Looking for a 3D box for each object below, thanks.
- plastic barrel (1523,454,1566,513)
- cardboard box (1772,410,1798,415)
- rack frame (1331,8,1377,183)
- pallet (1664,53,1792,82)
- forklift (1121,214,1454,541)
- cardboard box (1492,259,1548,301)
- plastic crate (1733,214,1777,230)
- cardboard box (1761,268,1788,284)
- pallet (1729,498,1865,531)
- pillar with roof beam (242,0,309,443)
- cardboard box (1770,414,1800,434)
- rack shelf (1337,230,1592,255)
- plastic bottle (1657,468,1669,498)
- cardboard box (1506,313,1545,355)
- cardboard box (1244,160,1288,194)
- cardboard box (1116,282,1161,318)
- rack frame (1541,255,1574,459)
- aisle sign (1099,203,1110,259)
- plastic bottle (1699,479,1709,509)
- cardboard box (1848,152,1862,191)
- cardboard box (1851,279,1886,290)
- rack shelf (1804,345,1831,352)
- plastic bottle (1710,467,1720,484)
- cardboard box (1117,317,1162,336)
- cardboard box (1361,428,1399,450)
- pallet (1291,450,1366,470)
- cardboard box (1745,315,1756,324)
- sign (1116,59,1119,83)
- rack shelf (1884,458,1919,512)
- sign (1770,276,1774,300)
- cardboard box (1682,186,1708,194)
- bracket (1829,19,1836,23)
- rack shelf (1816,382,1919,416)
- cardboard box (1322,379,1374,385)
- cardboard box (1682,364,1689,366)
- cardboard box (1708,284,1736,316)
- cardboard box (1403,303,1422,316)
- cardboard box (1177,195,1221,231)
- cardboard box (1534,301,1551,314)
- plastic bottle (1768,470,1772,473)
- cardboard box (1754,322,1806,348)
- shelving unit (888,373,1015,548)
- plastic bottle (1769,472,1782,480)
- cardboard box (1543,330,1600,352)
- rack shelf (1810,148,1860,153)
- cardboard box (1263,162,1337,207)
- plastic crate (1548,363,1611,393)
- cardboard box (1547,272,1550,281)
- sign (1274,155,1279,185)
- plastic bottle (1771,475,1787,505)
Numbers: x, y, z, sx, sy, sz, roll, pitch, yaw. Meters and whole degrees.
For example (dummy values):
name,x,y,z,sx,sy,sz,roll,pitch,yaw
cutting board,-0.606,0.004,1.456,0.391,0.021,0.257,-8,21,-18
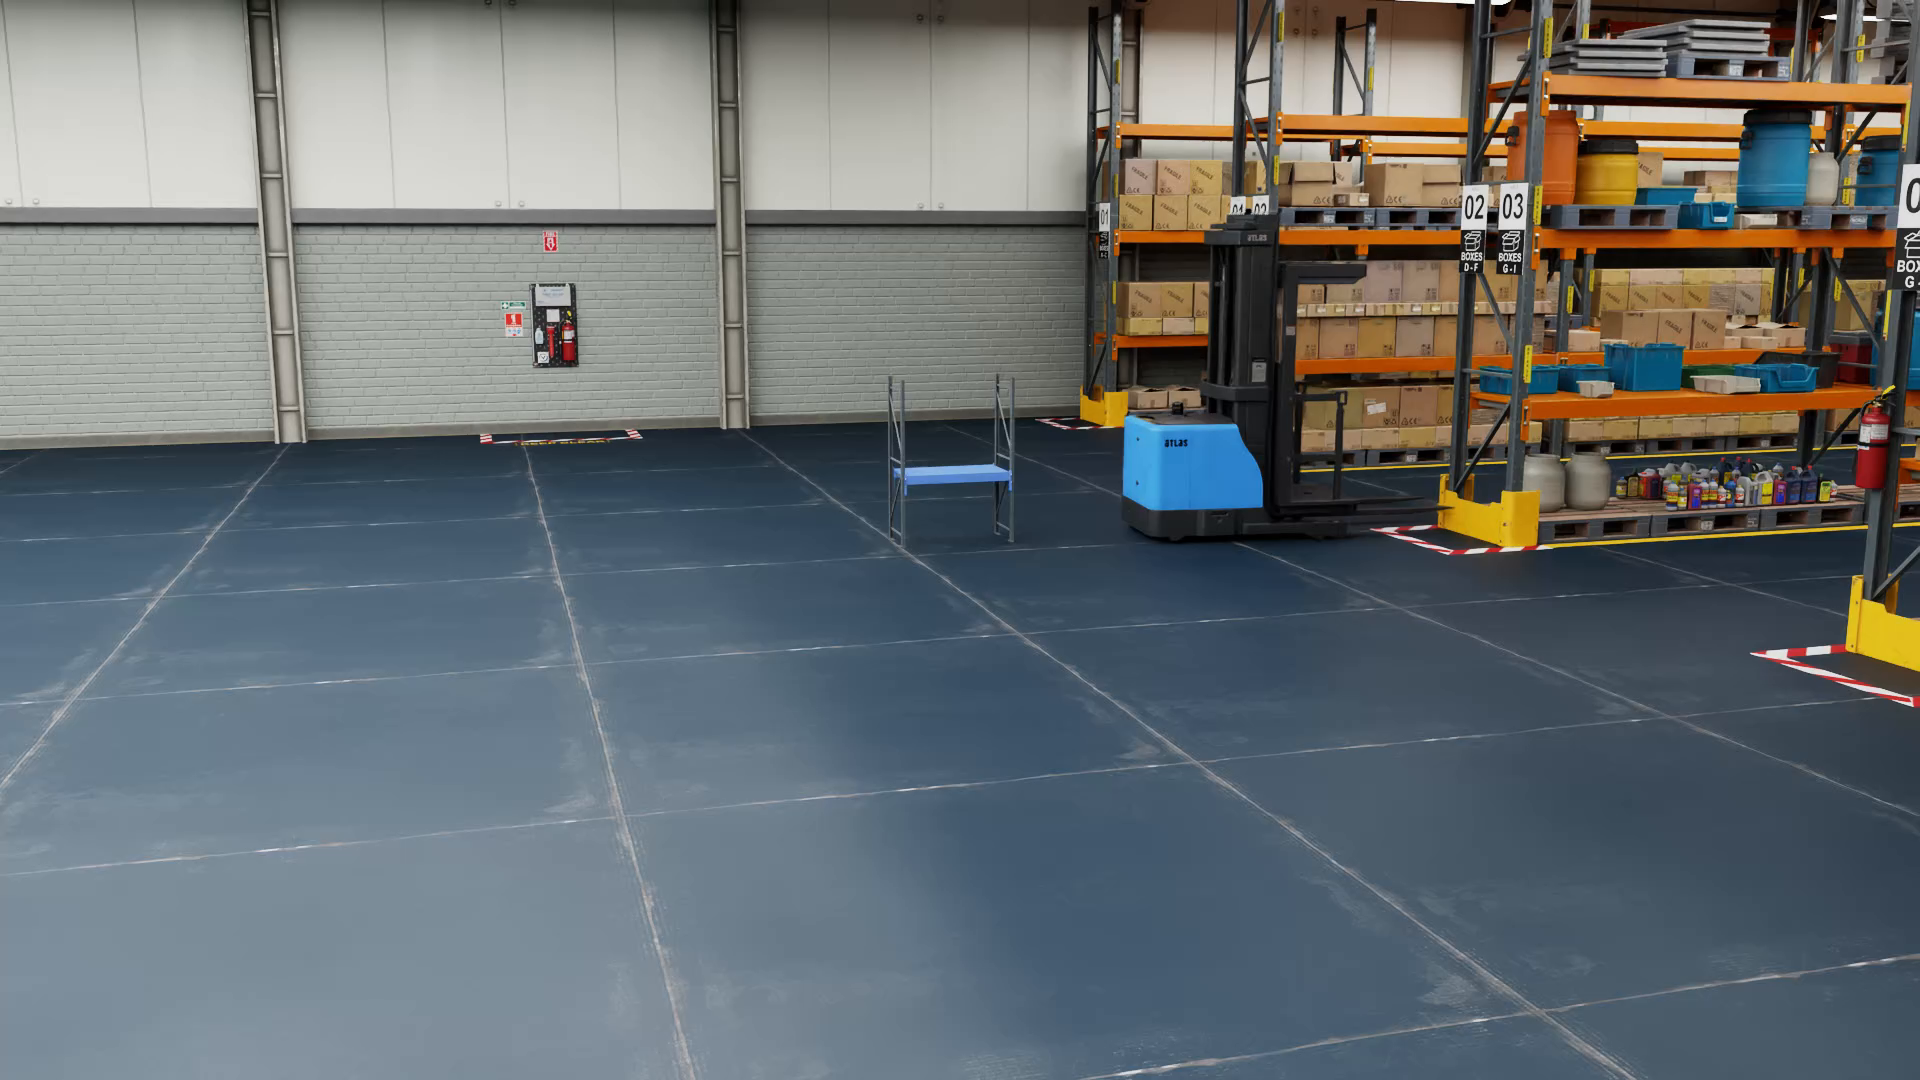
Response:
name,x,y,z,sx,sy,sz,roll,pitch,yaw
plastic barrel,5.443,-0.534,15.575,0.421,0.512,0.421,0,10,0
cardboard box,10.699,-1.831,21.796,0.500,0.311,0.500,-3,11,-14
rack frame,5.904,-6.379,25.046,0.127,3.000,1.000,-3,11,-16
pallet,6.716,-4.258,15.152,1.213,0.211,1.003,-3,11,-16
forklift,3.111,-1.537,15.505,3.031,2.935,1.130,-2,11,-10
cardboard box,6.868,-3.231,20.658,0.500,0.500,0.700,-3,11,-16
plastic crate,7.245,-2.900,15.163,0.396,0.136,0.243,-3,11,-16
cardboard box,13.209,-4.339,27.313,0.500,0.250,0.500,-3,11,-15
pallet,8.017,-0.308,16.341,1.213,0.211,1.003,-3,11,-16
pillar with roof beam,-7.824,-5.007,17.592,0.400,9.000,9.100,-3,11,-16
cardboard box,10.696,-1.555,21.848,0.500,0.250,0.500,-3,11,-15
rack shelf,7.825,-4.651,25.932,4.000,0.370,1.077,-3,11,-16
plastic bottle,6.857,-0.565,16.342,0.135,0.276,0.152,-3,11,-18
cardboard box,6.868,-2.593,20.775,0.500,0.500,0.700,-3,11,-17
cardboard box,4.477,-5.324,24.508,0.500,0.500,0.500,-3,11,-18
cardboard box,2.606,-3.503,24.281,0.500,0.500,0.500,-3,11,-16
rack frame,7.293,-2.568,20.912,0.127,3.000,1.000,-3,11,-16
aisle sign,2.079,-4.449,23.951,0.004,0.787,0.394,-3,11,-16
plastic bottle,6.990,-0.433,15.640,0.097,0.271,0.097,0,10,0
cardboard box,11.554,-4.807,21.755,0.500,0.500,0.500,-3,11,-16
cardboard box,15.509,-4.080,28.299,0.700,0.700,0.980,-4,11,-19
rack shelf,13.053,-2.517,22.627,4.000,0.370,1.077,-3,11,-16
plastic bottle,7.470,-0.589,16.484,0.097,0.271,0.097,0,10,0
cardboard box,2.621,-3.132,24.336,0.500,0.250,0.500,-3,11,-18
cardboard box,4.988,-1.259,20.239,0.500,0.250,0.500,-3,11,-16
pallet,4.175,-1.040,20.315,1.213,0.211,1.003,-3,11,-16
cardboard box,12.843,-3.631,27.329,0.250,0.149,0.380,-3,11,-14
sign,2.215,-6.581,23.342,0.005,0.325,0.100,-3,11,-16
rack shelf,8.138,-0.390,11.072,4.000,0.370,1.077,-3,11,-16
sign,10.972,-3.394,22.424,0.005,0.325,0.100,-3,11,-16
cardboard box,11.695,-5.495,27.038,0.500,0.500,0.700,-3,11,-16
bracket,14.514,-8.699,27.707,0.430,0.232,0.235,-3,11,-16
rack shelf,10.594,-1.454,16.849,4.000,0.370,1.077,-3,11,-16
cardboard box,4.840,-1.720,20.673,0.500,0.500,0.500,-3,11,-16
cardboard box,11.331,-2.838,27.158,0.750,0.750,0.750,-3,11,-16
cardboard box,12.241,-3.920,27.106,0.500,0.500,0.500,-3,11,-16
cardboard box,5.365,-2.793,20.071,0.250,0.149,0.380,-3,11,-15
cardboard box,3.478,-4.782,24.323,0.500,0.500,0.500,-2,11,-13
cardboard box,7.091,-2.885,20.568,0.250,0.149,0.380,-3,11,-16
plastic bottle,8.147,-0.601,16.746,0.097,0.201,0.097,0,10,0
cardboard box,10.772,-2.715,21.961,0.500,0.311,0.500,-2,11,-12
shelving unit,-0.082,-0.733,15.091,1.048,1.500,0.538,-3,11,-16
plastic bottle,7.886,-0.515,16.072,0.135,0.276,0.152,-3,11,-16
cardboard box,7.753,-2.526,21.103,0.500,0.250,0.500,-2,11,-12
rack shelf,15.506,-6.335,27.896,4.000,0.370,1.077,-3,11,-16
cardboard box,4.005,-4.195,19.635,0.637,0.503,0.797,-2,11,-12
plastic crate,5.855,-1.540,15.741,0.408,0.251,0.499,-3,11,-16
cardboard box,9.117,-4.174,26.355,0.250,0.149,0.380,-5,12,-25
sign,3.601,-4.212,18.929,0.005,0.325,0.100,-3,11,-16
plastic bottle,7.807,-0.479,15.854,0.133,0.283,0.061,-2,11,-12
